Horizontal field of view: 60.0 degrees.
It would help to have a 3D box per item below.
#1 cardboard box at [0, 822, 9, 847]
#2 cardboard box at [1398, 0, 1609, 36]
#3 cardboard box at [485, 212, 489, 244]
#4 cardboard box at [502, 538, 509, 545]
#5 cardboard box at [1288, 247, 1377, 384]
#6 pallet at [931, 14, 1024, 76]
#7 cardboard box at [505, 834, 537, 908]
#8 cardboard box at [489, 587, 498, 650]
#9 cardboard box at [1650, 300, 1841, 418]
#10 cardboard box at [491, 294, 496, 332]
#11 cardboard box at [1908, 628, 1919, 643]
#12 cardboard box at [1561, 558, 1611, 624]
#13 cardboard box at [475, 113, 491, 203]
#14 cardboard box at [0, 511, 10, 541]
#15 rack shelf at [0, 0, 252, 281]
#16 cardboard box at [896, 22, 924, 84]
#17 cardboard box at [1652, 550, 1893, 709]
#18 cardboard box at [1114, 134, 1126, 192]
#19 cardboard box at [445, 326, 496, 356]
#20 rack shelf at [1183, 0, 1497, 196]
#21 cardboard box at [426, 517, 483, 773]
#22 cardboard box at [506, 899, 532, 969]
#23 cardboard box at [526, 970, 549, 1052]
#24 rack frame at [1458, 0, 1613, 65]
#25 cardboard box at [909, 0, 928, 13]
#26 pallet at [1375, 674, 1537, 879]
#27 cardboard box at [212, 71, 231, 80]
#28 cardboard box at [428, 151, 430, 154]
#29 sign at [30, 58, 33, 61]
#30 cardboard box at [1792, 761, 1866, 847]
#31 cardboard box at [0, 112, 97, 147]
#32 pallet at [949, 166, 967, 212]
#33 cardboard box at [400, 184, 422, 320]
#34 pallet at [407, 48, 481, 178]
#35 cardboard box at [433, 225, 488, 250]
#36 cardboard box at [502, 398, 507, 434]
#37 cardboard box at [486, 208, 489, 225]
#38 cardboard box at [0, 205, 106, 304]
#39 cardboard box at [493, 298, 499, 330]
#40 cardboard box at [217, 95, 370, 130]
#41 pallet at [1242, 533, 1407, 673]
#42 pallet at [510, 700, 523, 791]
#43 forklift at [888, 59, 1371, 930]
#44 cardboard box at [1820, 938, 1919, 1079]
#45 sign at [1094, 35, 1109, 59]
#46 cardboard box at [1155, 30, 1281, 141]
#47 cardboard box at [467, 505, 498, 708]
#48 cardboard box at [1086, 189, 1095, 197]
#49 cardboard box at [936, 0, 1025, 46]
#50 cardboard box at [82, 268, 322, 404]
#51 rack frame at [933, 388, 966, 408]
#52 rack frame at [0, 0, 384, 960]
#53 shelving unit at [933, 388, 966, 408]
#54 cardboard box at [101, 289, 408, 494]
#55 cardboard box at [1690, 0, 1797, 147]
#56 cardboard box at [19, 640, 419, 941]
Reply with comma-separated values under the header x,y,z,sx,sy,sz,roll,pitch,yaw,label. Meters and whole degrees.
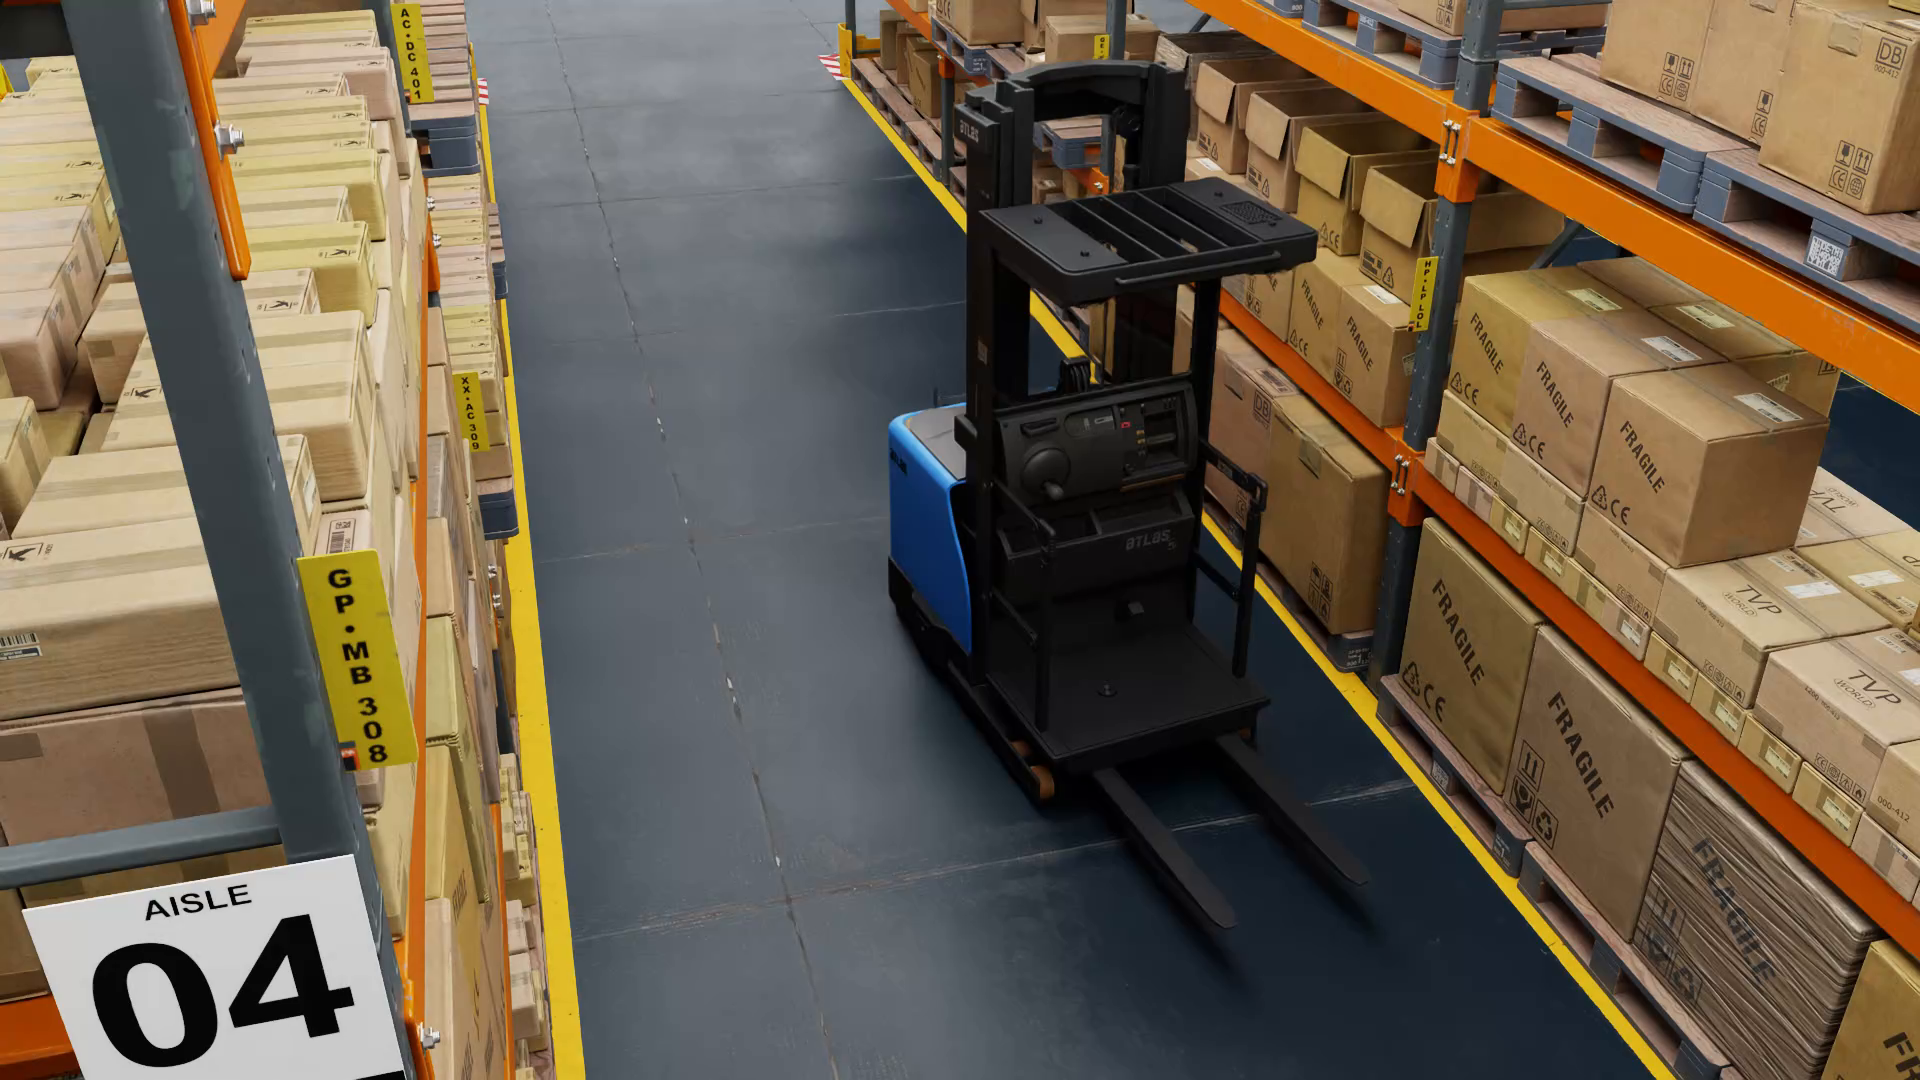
x,y,z,sx,sy,sz,roll,pitch,yaw,label
-1.657,0.269,2.448,0.500,0.250,0.500,-9,31,-15,cardboard box
2.295,-2.438,6.954,0.700,0.500,0.500,-7,31,-12,cardboard box
-2.632,-1.604,8.562,0.380,0.149,0.250,-8,31,-13,cardboard box
-2.696,-0.269,8.797,0.500,0.500,0.500,-9,31,-16,cardboard box
1.946,-1.108,8.071,0.500,0.500,0.500,-7,31,-12,cardboard box
0.397,-4.028,13.406,1.003,0.211,1.213,-8,31,-13,pallet
-1.789,1.265,6.201,0.380,0.149,0.250,-9,31,-15,cardboard box
-1.876,0.301,5.987,0.380,0.149,0.250,-9,31,-15,cardboard box
2.967,-0.595,6.388,0.500,0.500,0.500,-8,31,-13,cardboard box
-2.295,-0.983,7.489,0.380,0.149,0.250,-7,31,-11,cardboard box
3.378,0.472,5.294,0.500,0.250,0.500,-9,31,-15,cardboard box
2.496,0.165,6.222,0.380,0.149,0.250,-8,31,-14,cardboard box
-4.223,-2.809,12.935,1.050,0.750,0.750,-8,31,-14,cardboard box
-1.652,0.034,2.455,0.380,0.149,0.250,-7,31,-13,cardboard box
-1.820,-1.343,3.308,1.077,0.370,4.000,-8,31,-13,rack shelf
-0.386,-4.943,16.872,0.500,0.500,0.500,0,30,0,cardboard box
2.724,0.292,5.604,0.500,0.250,0.500,-8,31,-13,cardboard box
1.263,-2.340,10.198,0.500,0.500,0.500,-7,31,-12,cardboard box
-2.092,-0.741,6.773,0.380,0.149,0.250,-7,31,-12,cardboard box
1.927,-2.588,8.451,1.077,0.370,4.000,-8,31,-13,rack shelf
-1.548,0.308,4.330,0.500,0.500,0.500,-9,31,-15,cardboard box
-1.672,1.399,5.672,0.380,0.149,0.250,-9,31,-16,cardboard box
-1.643,1.671,5.795,0.380,0.149,0.250,-8,31,-13,cardboard box
2.458,-3.232,5.851,1.000,3.000,0.127,-8,31,-13,rack frame
-0.245,-4.812,14.820,0.380,0.149,0.250,-8,31,-13,cardboard box
2.585,0.949,7.400,1.003,0.211,1.213,-8,31,-13,pallet
-2.454,-1.210,5.003,0.500,0.250,0.500,-7,31,-12,cardboard box
-2.776,-1.990,8.931,0.380,0.149,0.250,-8,31,-14,cardboard box
-2.885,-1.642,5.188,0.100,0.325,0.005,-8,31,-13,sign
2.835,0.784,5.152,0.380,0.149,0.250,-9,31,-14,cardboard box
-2.232,-0.971,4.192,0.380,0.149,0.250,-9,31,-15,cardboard box
0.543,-2.917,14.078,1.003,0.211,1.213,-8,31,-13,pallet
-1.839,-0.814,4.818,0.500,0.250,0.500,-8,31,-13,cardboard box
-2.412,-1.554,6.134,1.213,0.211,1.003,-8,31,-13,pallet
-2.431,-1.361,7.844,0.380,0.149,0.250,-7,31,-12,cardboard box
-2.091,-0.482,6.921,0.380,0.149,0.250,-7,31,-12,cardboard box
-2.774,-1.732,9.080,0.380,0.149,0.250,-8,31,-13,cardboard box
-2.048,-0.583,3.521,0.380,0.149,0.250,-9,31,-15,cardboard box
-2.427,-1.101,7.990,0.380,0.149,0.250,-9,31,-16,cardboard box
-1.720,-1.030,4.293,0.380,0.149,0.250,-9,31,-15,cardboard box
2.181,0.209,8.679,1.003,0.211,1.213,-8,31,-13,pallet
-2.559,0.806,7.646,1.003,0.211,1.213,-8,31,-13,pallet
0.691,-0.370,6.963,1.130,2.935,3.031,-13,32,-21,forklift
3.273,1.736,4.959,0.875,0.875,0.875,-8,31,-13,cardboard box
0.876,-2.958,10.289,0.100,0.325,0.005,-8,31,-13,sign
1.575,-2.690,9.801,0.797,0.503,0.637,-7,31,-12,cardboard box
-1.813,0.250,5.427,0.500,0.500,0.500,-9,31,-15,cardboard box
1.190,-2.320,11.572,0.500,0.250,0.500,-7,31,-11,cardboard box
0.411,-4.538,13.079,1.000,1.000,1.000,-8,31,-13,cardboard box
-1.442,-0.396,3.198,0.380,0.149,0.250,-7,31,-12,cardboard box
-0.025,-0.435,9.103,0.240,0.900,0.006,-8,31,-13,rack frame
-1.289,-0.689,1.458,1.000,3.000,0.127,-8,31,-13,rack frame
0.002,-0.386,9.018,0.258,0.900,0.210,-8,31,-13,shelving unit
-1.417,-0.287,3.407,0.500,0.250,0.500,-7,31,-13,cardboard box
2.862,-1.572,5.358,0.700,0.500,0.500,-6,31,-11,cardboard box
-1.162,0.423,2.680,0.500,0.250,0.500,-7,31,-12,cardboard box
